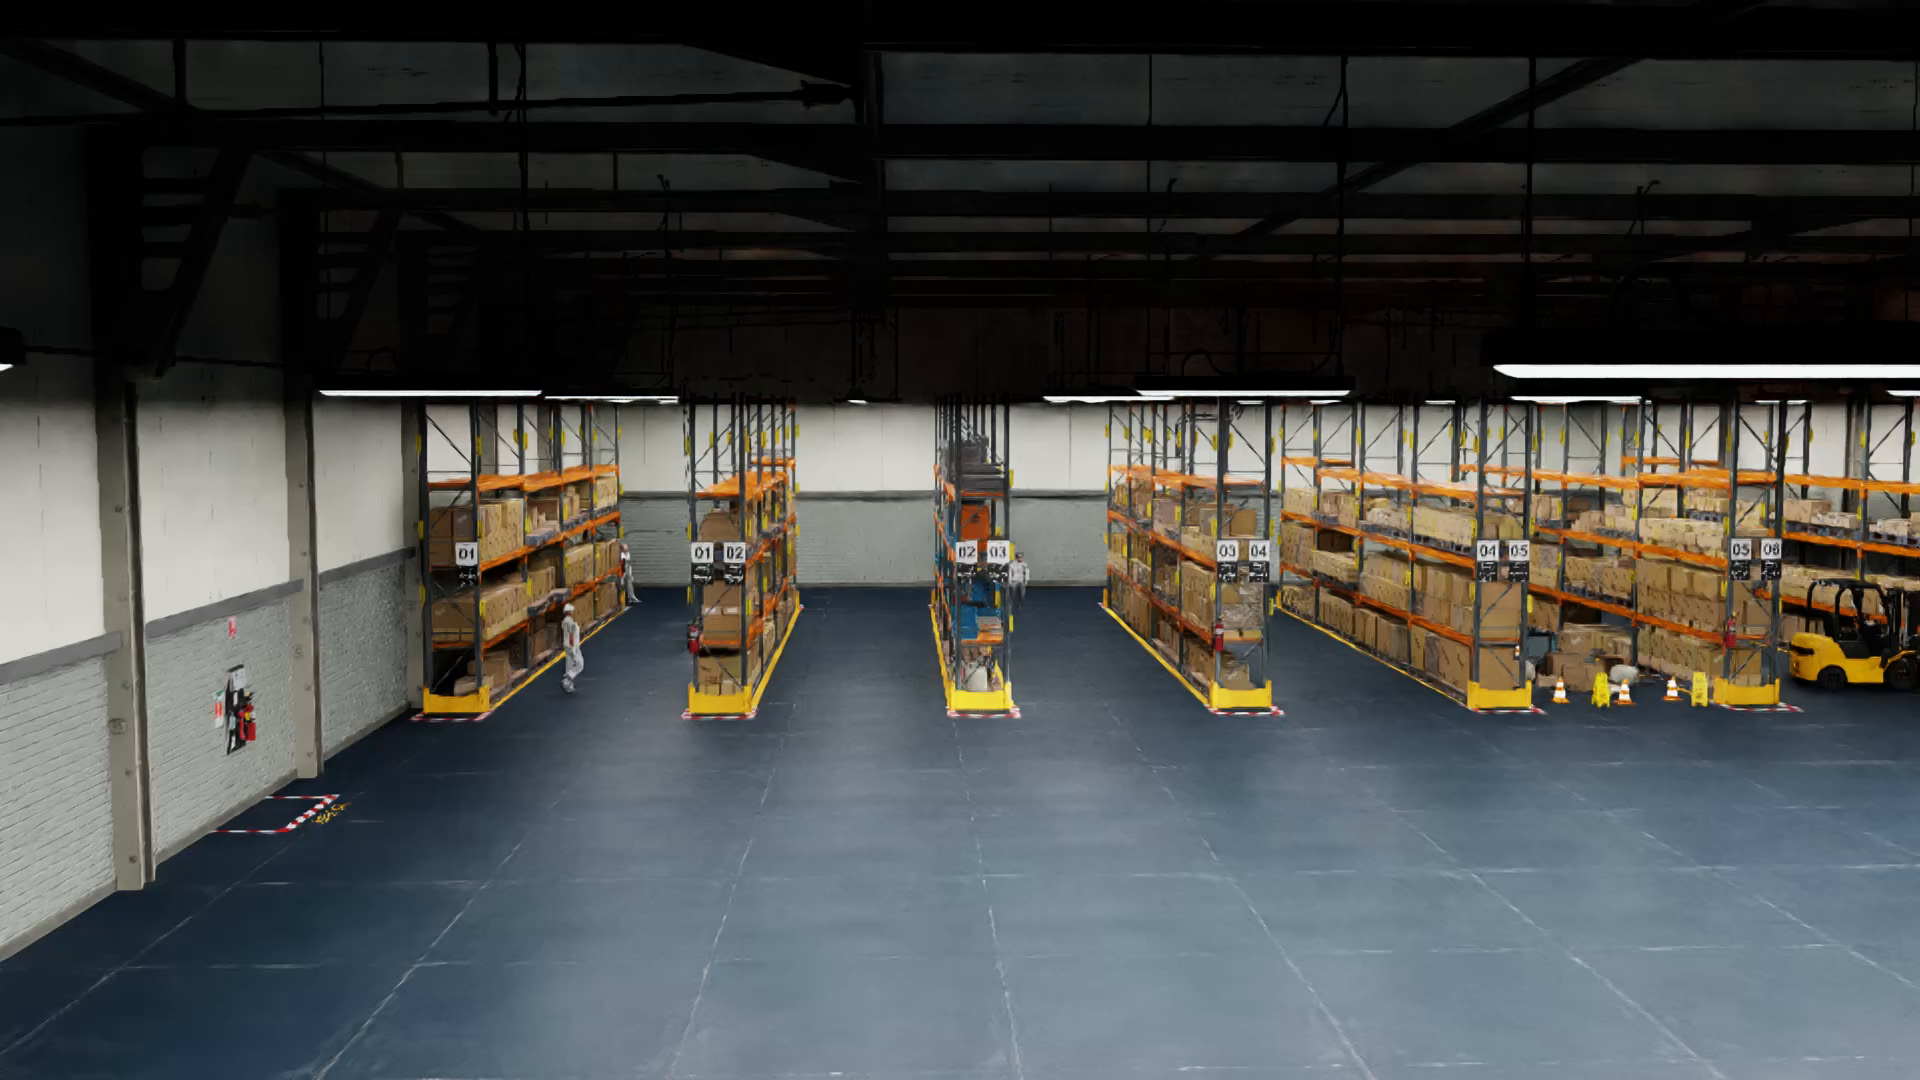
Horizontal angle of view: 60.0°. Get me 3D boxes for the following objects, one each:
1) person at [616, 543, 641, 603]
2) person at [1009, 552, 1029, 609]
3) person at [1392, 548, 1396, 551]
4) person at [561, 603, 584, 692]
[{"bbox_3d":[-9.718,0.960,48.219,0.578,1.770,0.771,3,5,33],"label":"person"},{"bbox_3d":[1.651,1.145,47.094,0.639,1.632,0.512,0,5,-5],"label":"person"},{"bbox_3d":[12.852,1.037,48.716,0.484,1.587,0.514,-2,5,-26],"label":"person"},{"bbox_3d":[-7.805,2.163,33.277,0.443,1.786,0.594,-3,5,-29],"label":"person"}]
